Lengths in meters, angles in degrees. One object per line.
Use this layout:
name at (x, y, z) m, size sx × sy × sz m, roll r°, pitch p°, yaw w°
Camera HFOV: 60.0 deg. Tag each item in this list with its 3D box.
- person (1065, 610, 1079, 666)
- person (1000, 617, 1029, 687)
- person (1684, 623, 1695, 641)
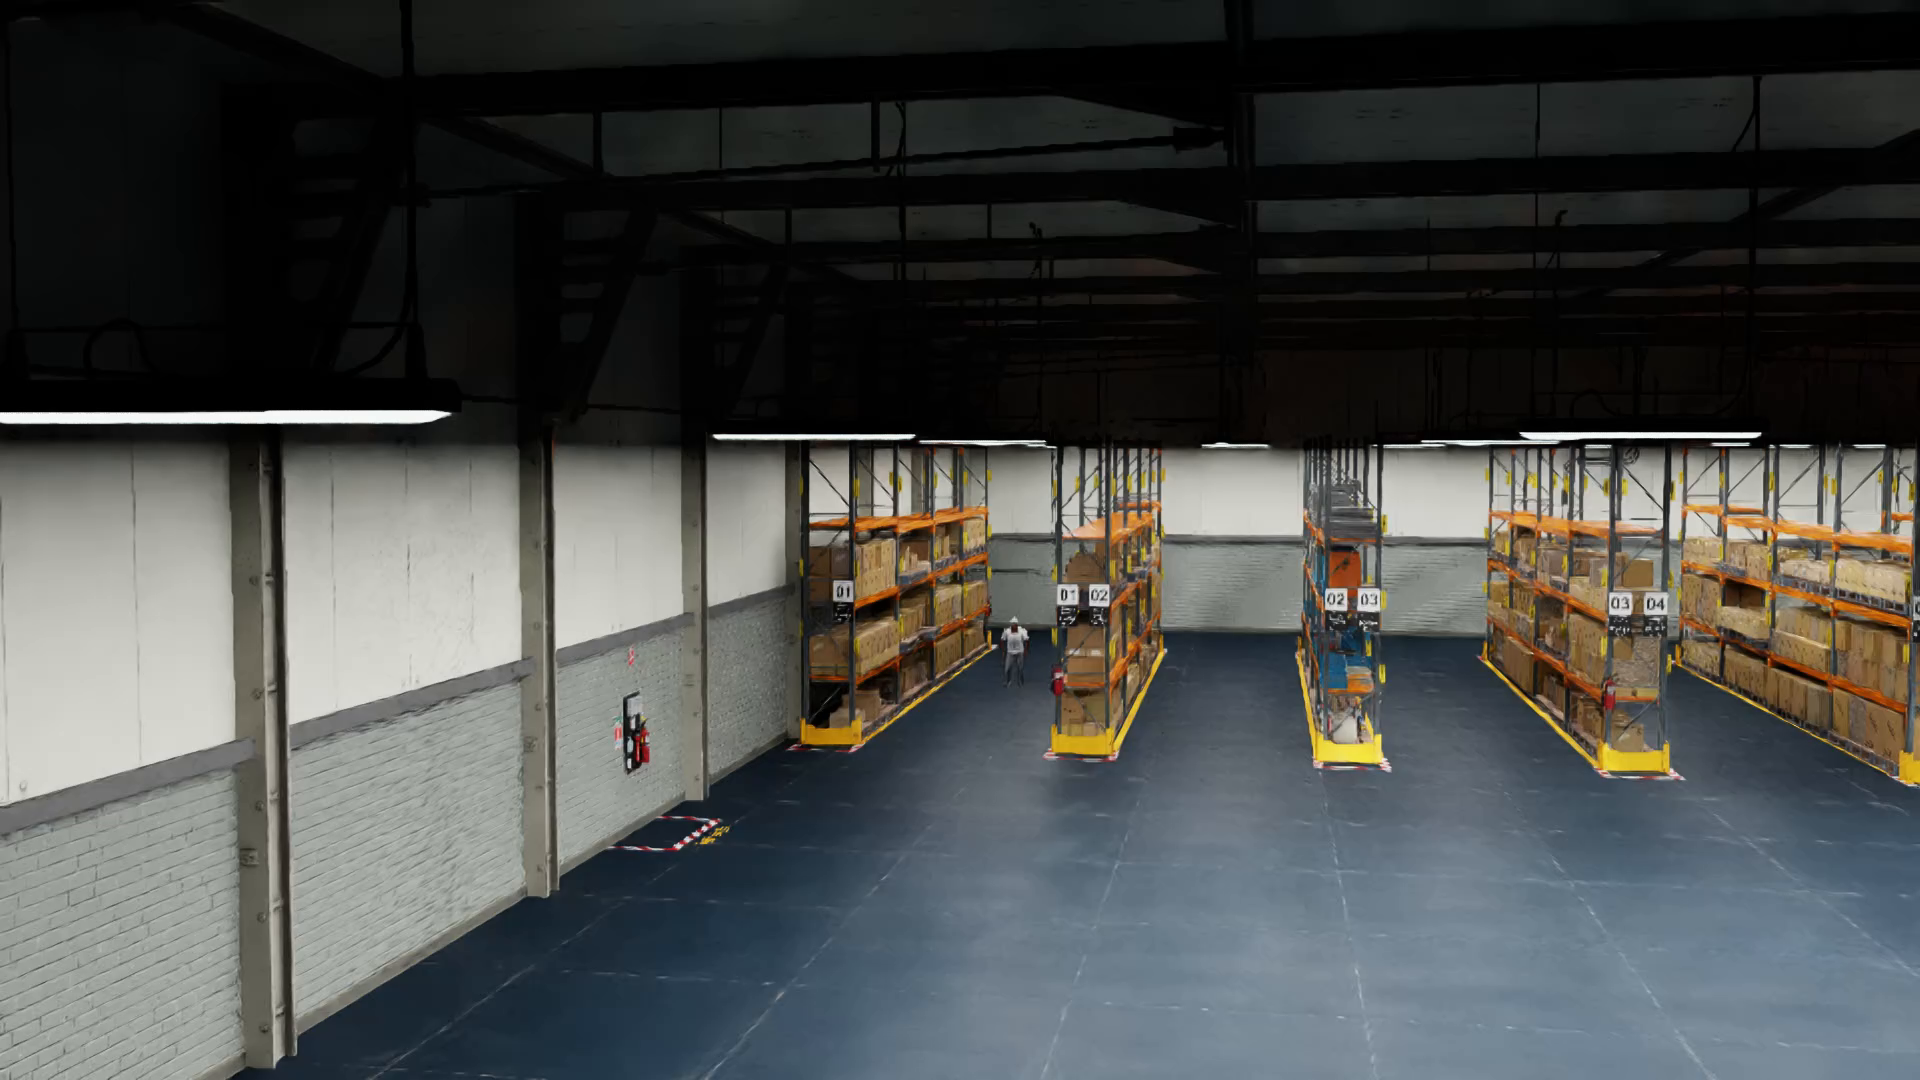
person at (2.974, 2.448, 43.987) m, size 0.497 × 1.765 × 0.625 m, roll 3°, pitch 4°, yaw 40°
person at (1.314, 2.704, 40.129) m, size 0.719 × 1.714 × 0.578 m, roll 0°, pitch 3°, yaw 9°
person at (20.055, 2.454, 45.593) m, size 0.421 × 1.590 × 0.560 m, roll -1°, pitch 3°, yaw -12°
